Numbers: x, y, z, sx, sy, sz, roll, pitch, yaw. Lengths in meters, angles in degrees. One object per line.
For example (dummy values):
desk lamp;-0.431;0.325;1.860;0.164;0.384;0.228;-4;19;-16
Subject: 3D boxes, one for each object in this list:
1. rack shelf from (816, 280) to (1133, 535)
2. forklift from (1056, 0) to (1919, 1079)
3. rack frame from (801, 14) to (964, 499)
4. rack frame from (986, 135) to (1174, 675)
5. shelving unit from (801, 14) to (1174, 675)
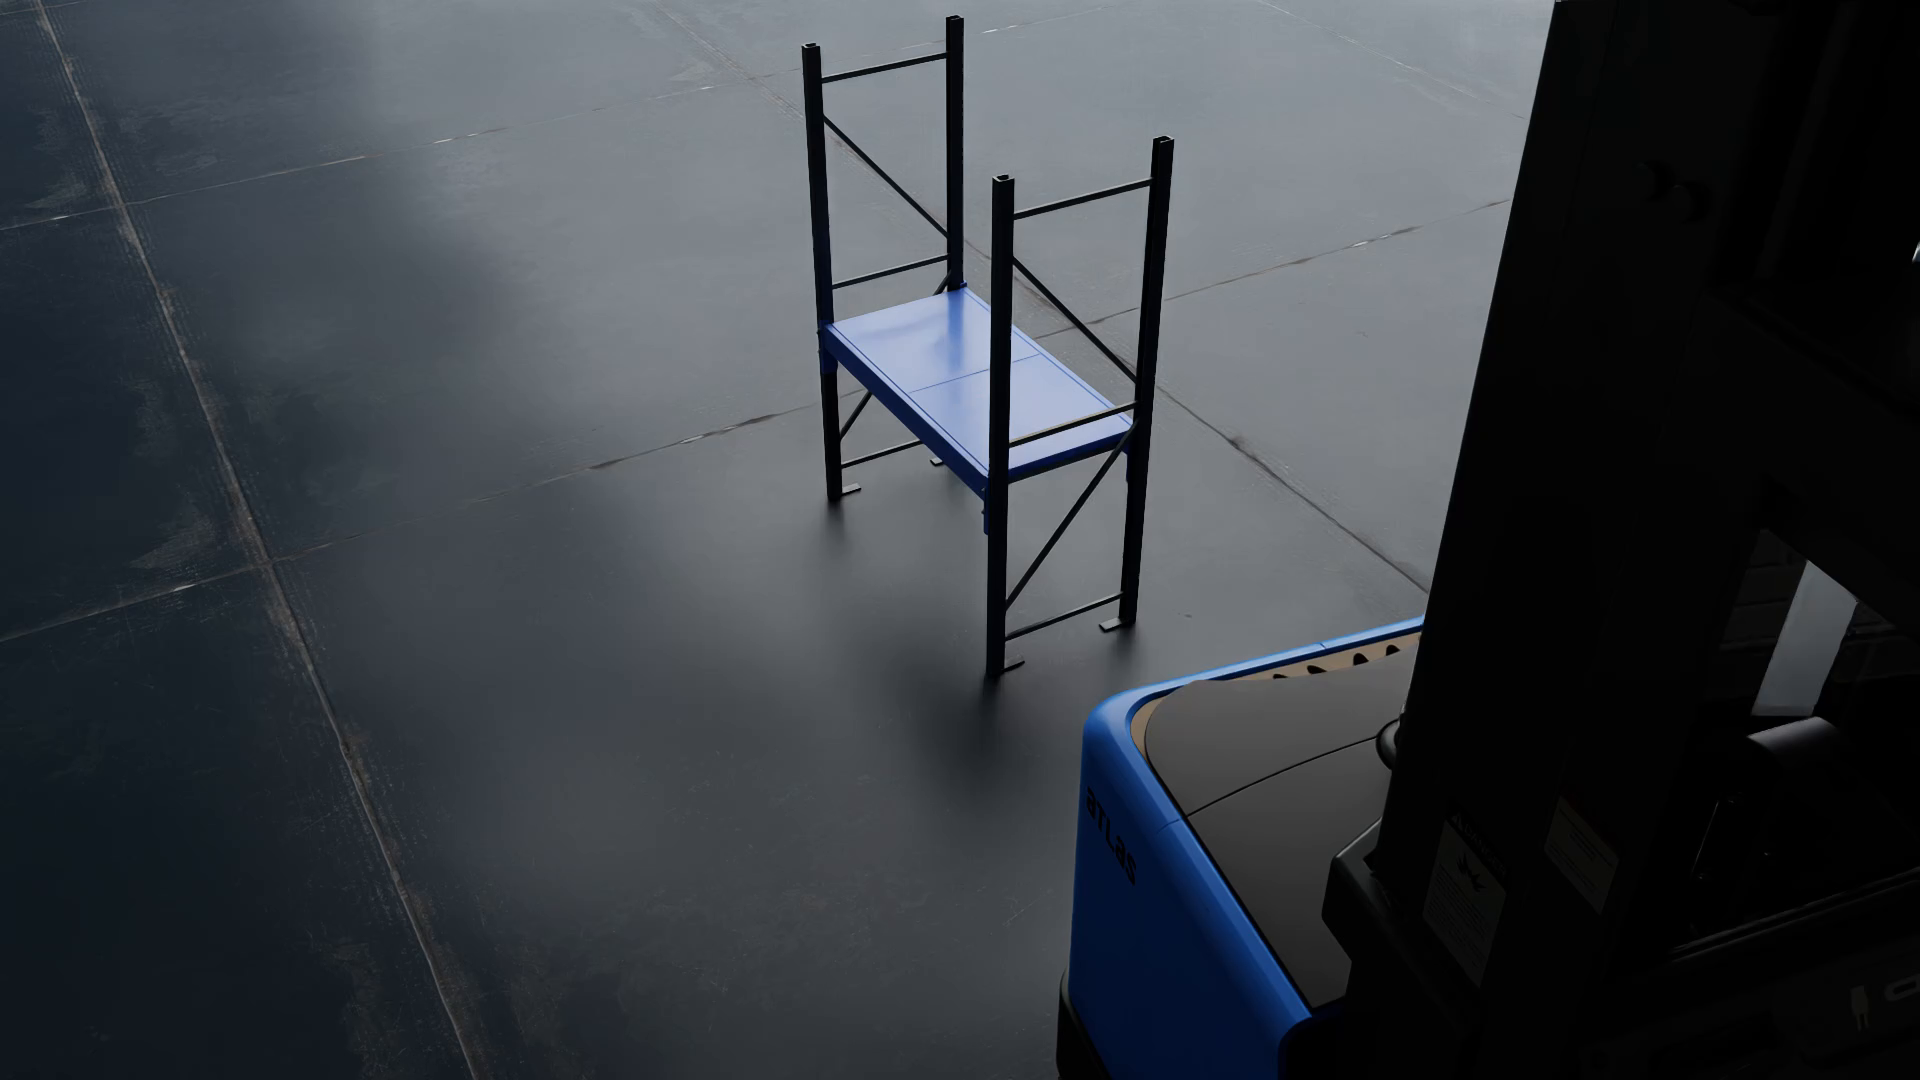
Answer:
rack shelf;0.043;-0.417;4.854;0.538;0.185;1.000;-19;40;-24
forklift;1.193;0.692;1.817;1.130;2.935;3.031;-12;38;-16
rack frame;-0.213;-0.821;5.103;0.500;1.500;0.032;-19;40;-24
rack frame;0.298;-0.303;4.393;0.500;1.500;0.032;-19;40;-24
shelving unit;0.043;-0.562;4.748;0.538;1.500;1.048;-19;40;-24
